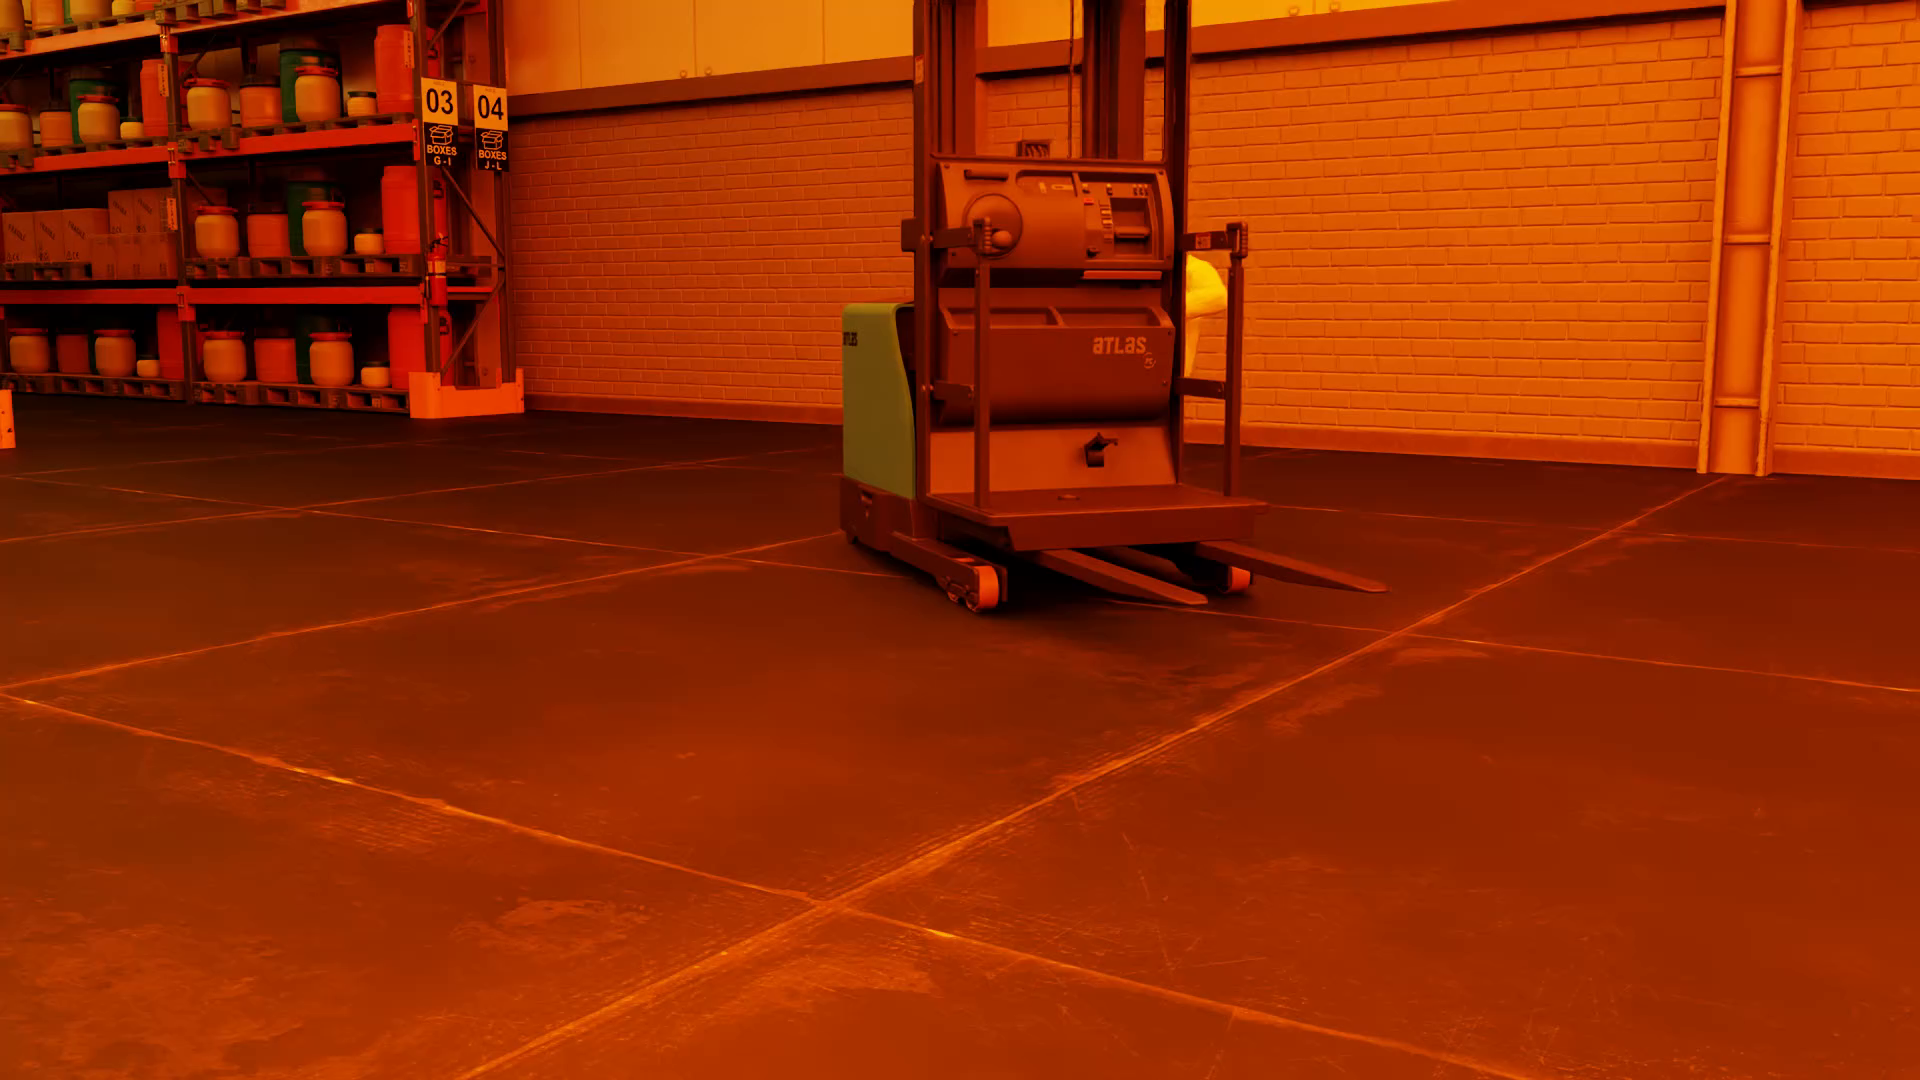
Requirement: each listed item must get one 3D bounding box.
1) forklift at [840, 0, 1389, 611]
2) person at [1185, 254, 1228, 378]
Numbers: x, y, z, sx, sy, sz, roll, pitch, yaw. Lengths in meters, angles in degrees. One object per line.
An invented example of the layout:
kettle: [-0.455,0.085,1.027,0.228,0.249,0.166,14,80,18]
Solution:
forklift: [0.448,-1.265,6.086,1.130,2.935,3.031,-3,9,-20]
person: [0.659,-0.748,7.377,1.097,1.511,0.892,8,11,43]
